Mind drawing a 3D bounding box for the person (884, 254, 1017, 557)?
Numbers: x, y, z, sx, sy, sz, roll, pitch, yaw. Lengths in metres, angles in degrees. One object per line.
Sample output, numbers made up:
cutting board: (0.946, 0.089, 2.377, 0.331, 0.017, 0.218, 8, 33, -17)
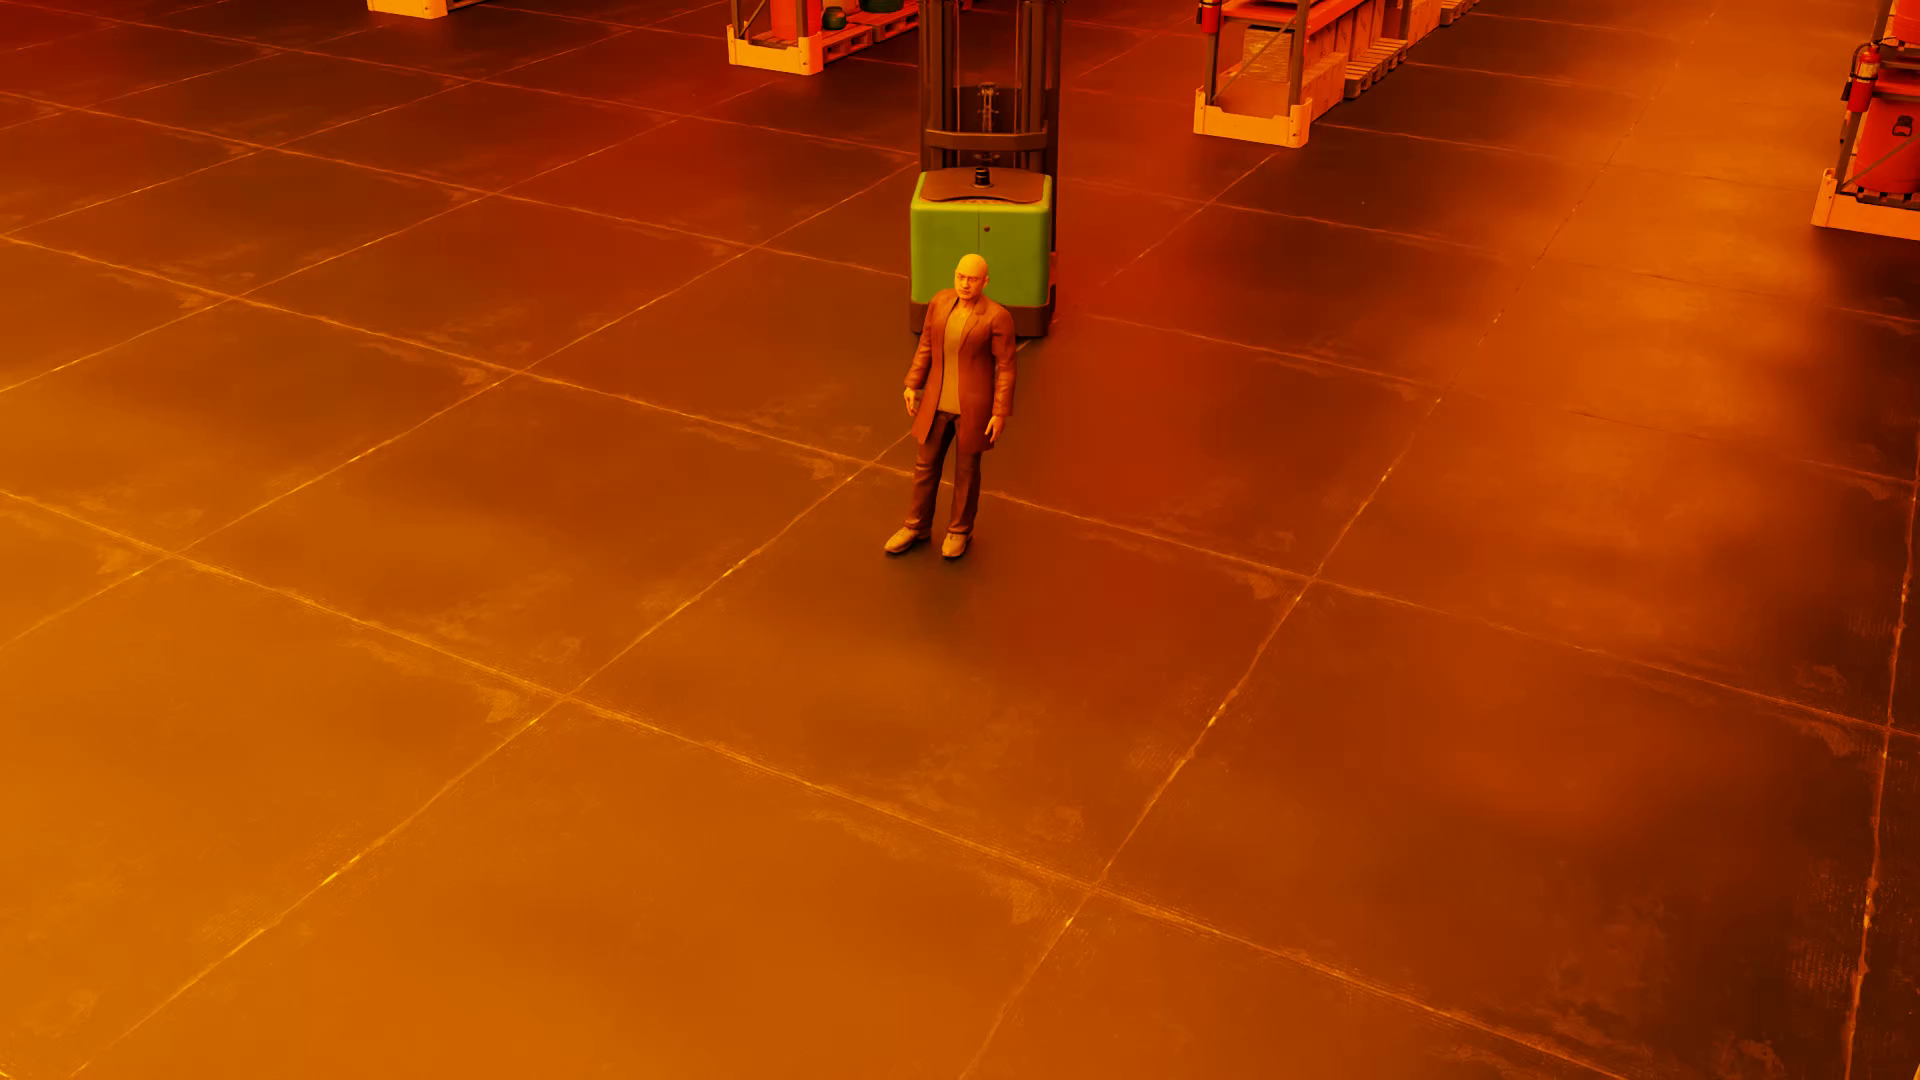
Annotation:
person: (-0.048, -0.737, 9.487, 0.698, 1.778, 0.579, 15, 33, 25)

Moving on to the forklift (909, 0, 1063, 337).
forklift: (0.250, -3.506, 13.146, 1.130, 2.935, 3.031, 2, 30, 4)
